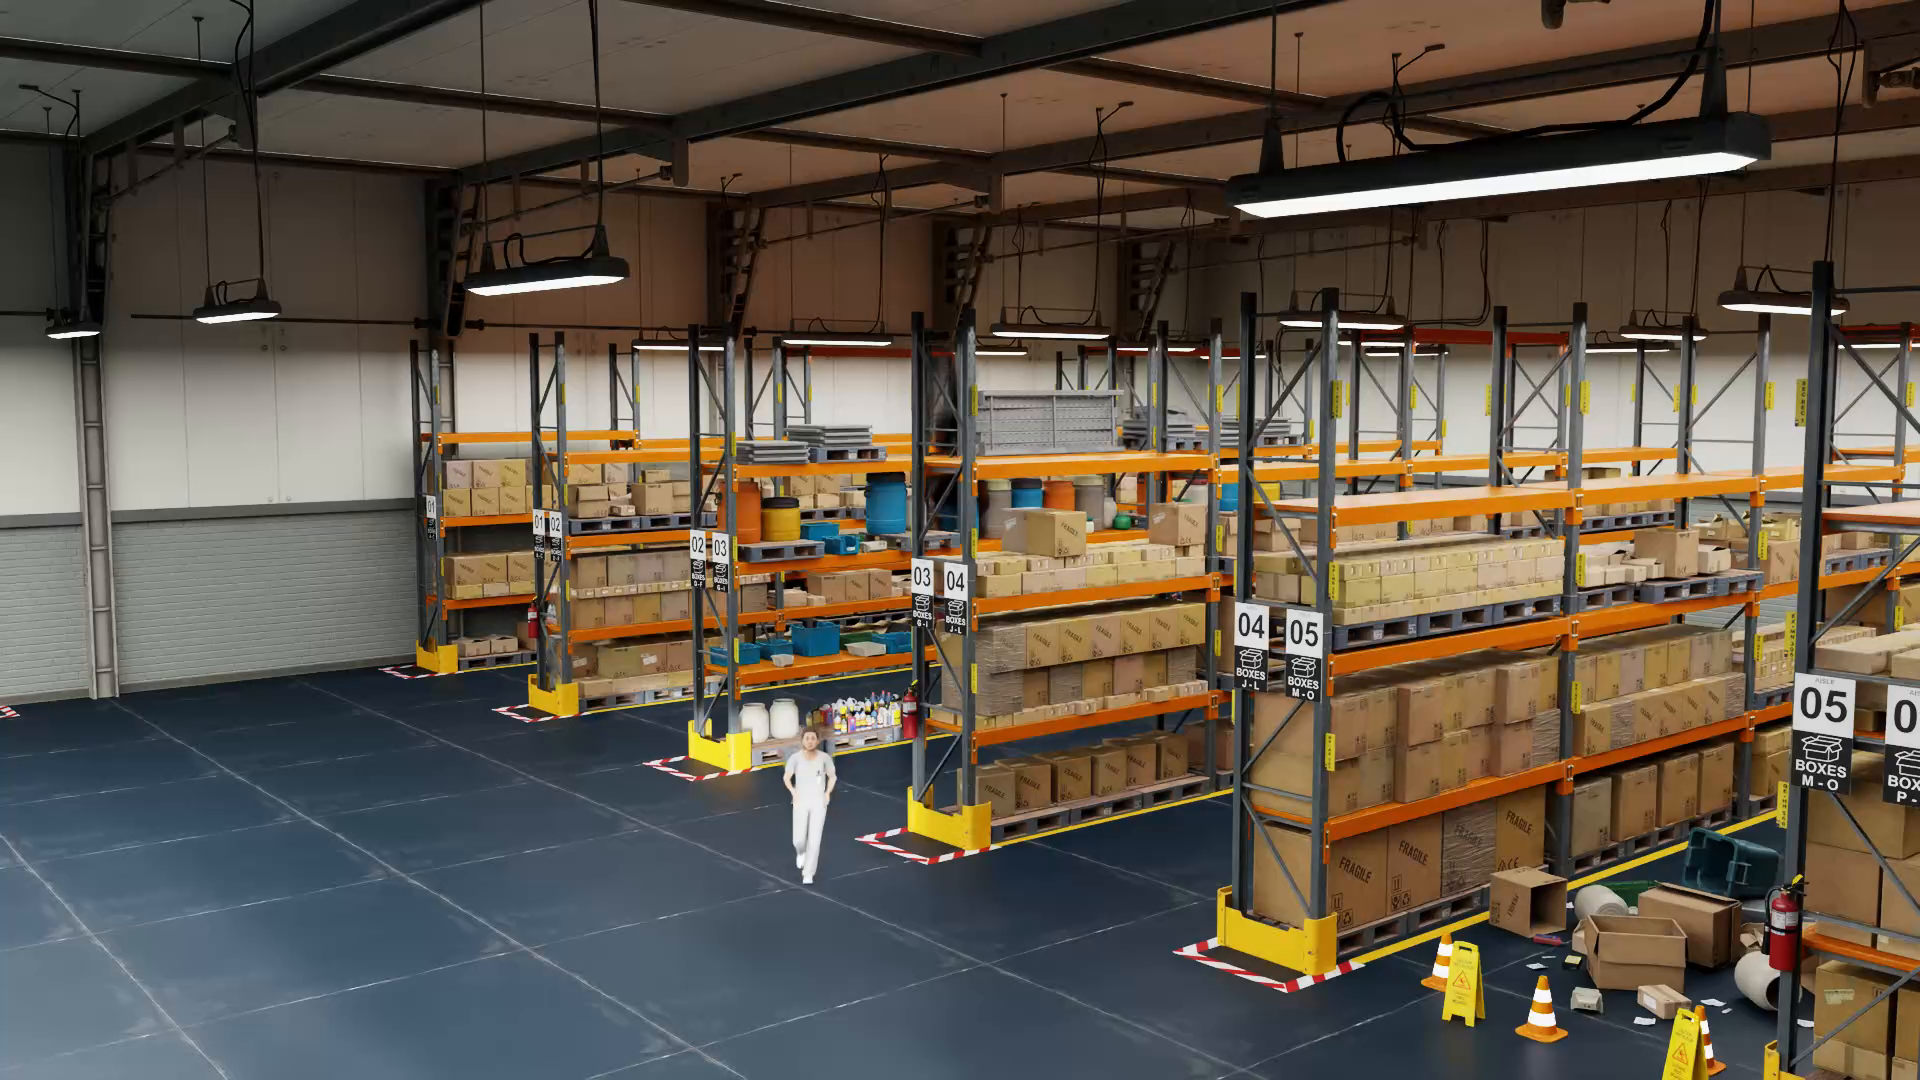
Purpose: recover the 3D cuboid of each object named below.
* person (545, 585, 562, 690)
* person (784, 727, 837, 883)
[{"bbox_3d":[-6.838,1.658,28.450,0.681,1.794,0.830,5,7,42],"label":"person"},{"bbox_3d":[-1.561,2.758,17.368,0.553,1.604,0.558,-1,5,-6],"label":"person"}]
